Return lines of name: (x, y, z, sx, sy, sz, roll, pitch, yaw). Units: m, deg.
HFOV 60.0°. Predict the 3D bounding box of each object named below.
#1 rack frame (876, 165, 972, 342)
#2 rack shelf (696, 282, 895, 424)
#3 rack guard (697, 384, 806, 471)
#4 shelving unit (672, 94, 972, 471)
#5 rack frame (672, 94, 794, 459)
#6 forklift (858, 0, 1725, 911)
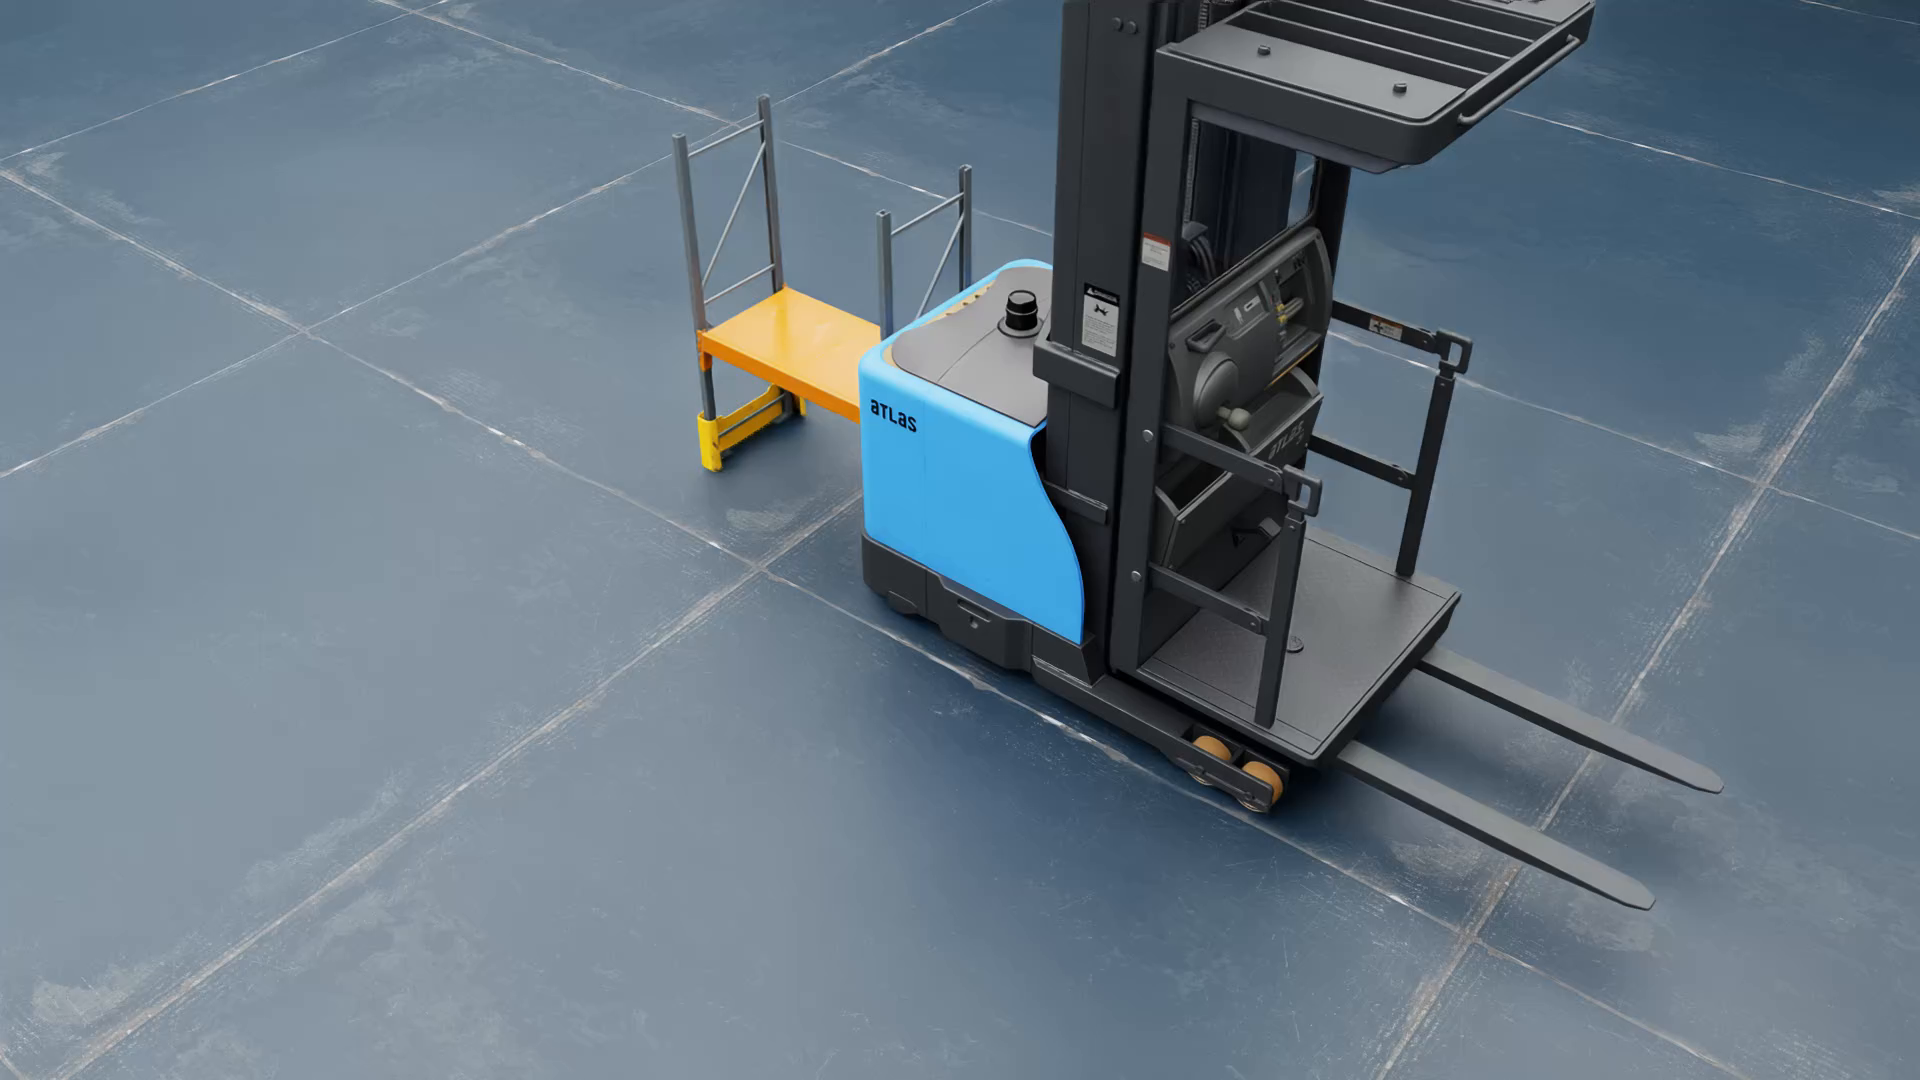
rack frame: (-0.123, -0.654, 6.369, 0.032, 1.500, 0.500, 26, 45, 30)
rack shelf: (-0.520, -0.708, 6.730, 1.000, 0.185, 0.538, 26, 45, 30)
rack guard: (-0.901, -0.547, 7.245, 0.087, 0.250, 0.587, 26, 45, 30)
shelving unit: (-0.513, -0.847, 6.615, 1.083, 1.500, 0.587, 26, 45, 30)
rack frame: (-0.917, -1.046, 6.870, 0.032, 1.500, 0.500, 26, 45, 30)
forklift: (1.090, -0.615, 5.158, 3.031, 2.935, 1.130, 26, 45, 30)
